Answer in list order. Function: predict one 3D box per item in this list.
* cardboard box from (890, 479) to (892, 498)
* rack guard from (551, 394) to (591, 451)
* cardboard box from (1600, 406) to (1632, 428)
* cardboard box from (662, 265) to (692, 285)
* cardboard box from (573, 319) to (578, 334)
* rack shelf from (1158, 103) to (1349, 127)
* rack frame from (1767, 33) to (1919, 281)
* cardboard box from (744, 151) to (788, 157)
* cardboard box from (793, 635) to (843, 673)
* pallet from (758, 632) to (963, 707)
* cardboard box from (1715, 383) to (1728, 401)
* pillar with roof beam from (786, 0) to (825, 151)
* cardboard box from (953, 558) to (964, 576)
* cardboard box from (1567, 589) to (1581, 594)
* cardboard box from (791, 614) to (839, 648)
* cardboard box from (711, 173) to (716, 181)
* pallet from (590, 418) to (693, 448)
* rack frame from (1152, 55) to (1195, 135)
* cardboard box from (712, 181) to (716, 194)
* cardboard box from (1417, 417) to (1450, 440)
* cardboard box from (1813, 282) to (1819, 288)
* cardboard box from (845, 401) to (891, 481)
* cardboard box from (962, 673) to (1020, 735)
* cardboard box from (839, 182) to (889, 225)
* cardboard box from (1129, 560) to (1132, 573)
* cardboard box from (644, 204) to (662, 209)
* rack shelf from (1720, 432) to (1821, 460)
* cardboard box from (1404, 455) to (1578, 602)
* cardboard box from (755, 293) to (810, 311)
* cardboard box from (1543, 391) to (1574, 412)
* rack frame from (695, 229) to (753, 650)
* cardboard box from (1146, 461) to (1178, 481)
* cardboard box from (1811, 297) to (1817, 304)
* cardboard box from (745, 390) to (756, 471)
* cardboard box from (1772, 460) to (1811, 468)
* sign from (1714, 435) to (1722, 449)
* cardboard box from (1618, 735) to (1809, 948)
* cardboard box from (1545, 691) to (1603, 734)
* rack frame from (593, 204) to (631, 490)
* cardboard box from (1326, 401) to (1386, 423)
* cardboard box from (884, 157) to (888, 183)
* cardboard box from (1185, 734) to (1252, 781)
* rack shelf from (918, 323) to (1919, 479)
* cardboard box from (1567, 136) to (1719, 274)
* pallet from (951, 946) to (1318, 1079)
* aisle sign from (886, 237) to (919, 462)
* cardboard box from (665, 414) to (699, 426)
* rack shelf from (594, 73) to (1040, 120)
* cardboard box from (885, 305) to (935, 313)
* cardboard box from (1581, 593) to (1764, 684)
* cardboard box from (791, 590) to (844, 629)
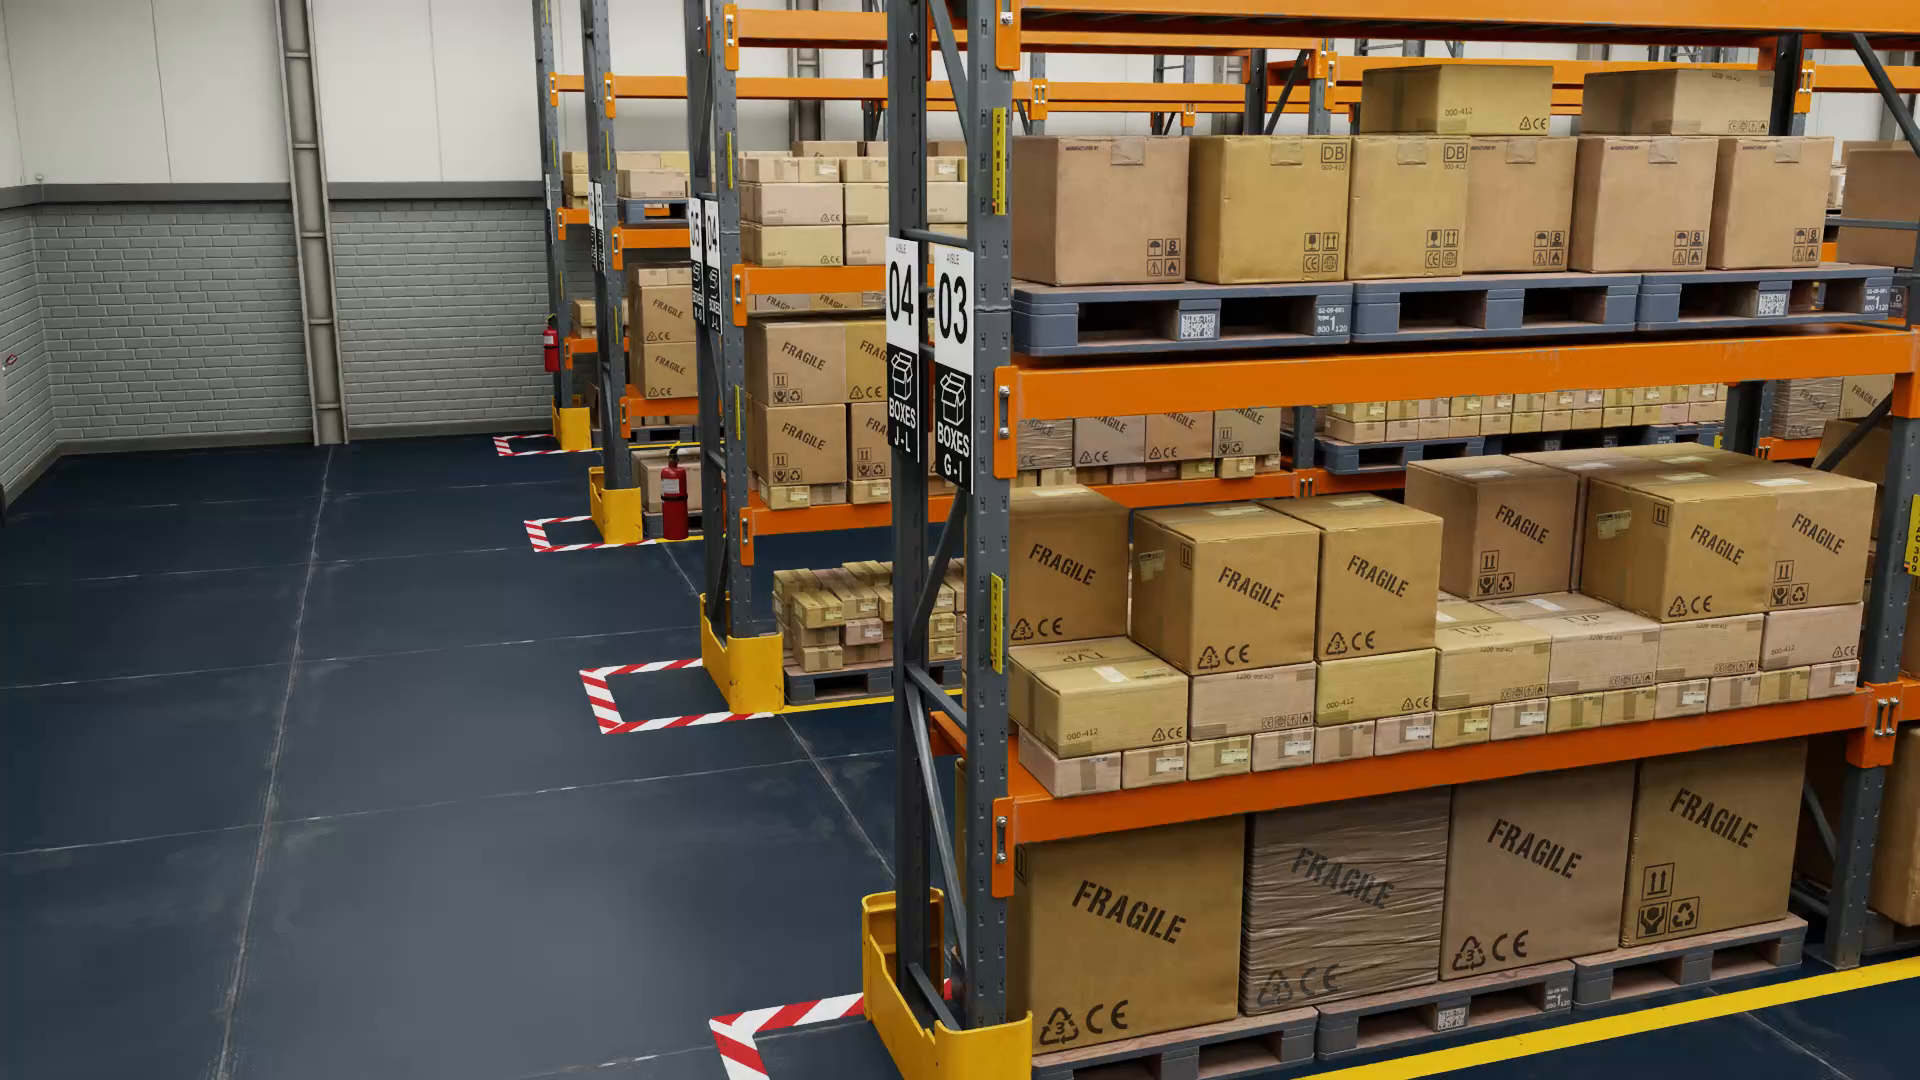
[{"bbox_3d":[-0.422,-0.394,10.965,0.250,0.149,0.380,-4,14,-15],"label":"cardboard box"},{"bbox_3d":[-4.725,-1.435,20.201,0.348,0.500,1.175,-4,14,-18],"label":"rack guard"},{"bbox_3d":[4.754,-0.939,12.351,0.250,0.149,0.380,-5,14,-21],"label":"cardboard box"},{"bbox_3d":[-2.560,-2.408,15.112,0.250,0.149,0.380,-4,14,-17],"label":"cardboard box"},{"bbox_3d":[-4.569,-2.606,20.268,0.250,0.149,0.380,-5,14,-19],"label":"cardboard box"},{"bbox_3d":[4.681,-5.757,22.426,4.000,0.370,1.077,-4,14,-18],"label":"rack shelf"},{"bbox_3d":[3.741,-2.597,6.722,0.127,3.000,1.000,-4,14,-18],"label":"rack frame"},{"bbox_3d":[-2.369,-4.550,20.014,0.500,0.250,0.500,-4,14,-17],"label":"cardboard box"},{"bbox_3d":[-0.937,0.736,10.929,0.250,0.149,0.380,-4,14,-17],"label":"cardboard box"},{"bbox_3d":[-0.683,0.820,11.346,1.213,0.211,1.003,-4,14,-18],"label":"pallet"},{"bbox_3d":[5.723,-1.159,12.635,0.250,0.149,0.380,-4,14,-17],"label":"cardboard box"},{"bbox_3d":[-0.580,-5.061,17.081,0.400,9.000,9.100,-4,14,-18],"label":"pillar with roof beam"},{"bbox_3d":[0.134,0.235,11.749,0.250,0.149,0.380,-5,14,-20],"label":"cardboard box"},{"bbox_3d":[2.740,0.263,7.345,0.500,0.250,0.500,-5,14,-18],"label":"cardboard box"},{"bbox_3d":[-0.957,0.577,10.953,0.250,0.149,0.380,-4,14,-16],"label":"cardboard box"},{"bbox_3d":[-2.842,-4.269,19.916,0.500,0.250,0.500,-5,14,-19],"label":"cardboard box"},{"bbox_3d":[-3.970,-1.353,20.483,1.213,0.211,1.003,-4,14,-18],"label":"pallet"},{"bbox_3d":[2.785,-6.154,21.676,0.127,3.000,1.000,-4,14,-18],"label":"rack frame"},{"bbox_3d":[-2.106,-3.177,15.060,0.250,0.149,0.380,-4,14,-16],"label":"cardboard box"},{"bbox_3d":[3.274,-0.823,11.865,0.250,0.149,0.380,-4,14,-18],"label":"cardboard box"},{"bbox_3d":[9.625,-3.171,19.080,0.500,0.500,0.700,-5,14,-19],"label":"cardboard box"},{"bbox_3d":[-0.523,-0.690,10.808,0.500,0.500,0.500,-4,14,-18],"label":"cardboard box"},{"bbox_3d":[0.183,0.640,6.618,0.250,0.149,0.380,-4,14,-17],"label":"cardboard box"},{"bbox_3d":[-0.543,-2.122,10.452,0.500,0.250,0.500,-5,14,-19],"label":"cardboard box"},{"bbox_3d":[1.267,0.252,11.675,0.250,0.149,0.380,-4,14,-16],"label":"cardboard box"},{"bbox_3d":[-3.663,-3.991,19.607,0.250,0.149,0.380,-4,14,-17],"label":"cardboard box"},{"bbox_3d":[7.942,-0.867,13.966,4.000,0.370,1.077,-4,14,-18],"label":"rack shelf"},{"bbox_3d":[2.245,-0.062,7.088,0.500,0.500,0.500,-5,14,-20],"label":"cardboard box"},{"bbox_3d":[-1.692,-2.144,15.405,0.500,0.500,0.500,-5,14,-18],"label":"cardboard box"},{"bbox_3d":[4.257,-1.045,12.152,0.250,0.149,0.380,-5,14,-19],"label":"cardboard box"},{"bbox_3d":[-1.536,-0.479,10.780,0.127,3.000,1.000,-4,14,-18],"label":"rack frame"},{"bbox_3d":[1.311,-0.526,11.521,0.250,0.149,0.380,-5,14,-20],"label":"cardboard box"},{"bbox_3d":[6.954,-1.673,13.423,0.500,0.500,0.700,-5,14,-19],"label":"cardboard box"},{"bbox_3d":[-1.192,-0.762,11.111,0.500,0.500,0.500,-4,14,-17],"label":"cardboard box"},{"bbox_3d":[6.652,-0.204,13.580,0.750,0.750,1.050,-5,14,-19],"label":"cardboard box"},{"bbox_3d":[3.559,-0.322,7.789,0.005,0.325,0.100,-4,14,-18],"label":"sign"},{"bbox_3d":[3.090,1.182,7.483,0.875,0.875,0.875,-4,14,-18],"label":"cardboard box"},{"bbox_3d":[2.339,0.633,6.650,0.250,0.149,0.380,-5,14,-19],"label":"cardboard box"},{"bbox_3d":[-3.210,-1.557,15.313,0.127,3.000,1.000,-4,14,-18],"label":"rack frame"},{"bbox_3d":[2.775,-0.929,11.665,0.250,0.149,0.380,-4,14,-17],"label":"cardboard box"},{"bbox_3d":[-0.398,-2.313,10.391,0.250,0.149,0.380,-4,14,-17],"label":"cardboard box"},{"bbox_3d":[0.877,0.747,6.171,0.250,0.149,0.380,-5,14,-19],"label":"cardboard box"},{"bbox_3d":[1.846,-0.640,6.532,4.000,0.370,1.077,-4,14,-18],"label":"rack shelf"},{"bbox_3d":[2.508,-1.330,6.537,0.500,0.500,0.700,-4,14,-15],"label":"cardboard box"},{"bbox_3d":[0.683,1.897,6.818,1.213,0.211,1.003,-4,14,-18],"label":"pallet"},{"bbox_3d":[-0.214,-0.708,6.129,0.004,0.787,0.394,-4,14,-18],"label":"aisle sign"},{"bbox_3d":[-3.365,-1.712,20.461,0.500,0.500,0.700,-4,14,-16],"label":"cardboard box"},{"bbox_3d":[-1.315,-4.078,15.369,4.000,0.370,1.077,-4,14,-18],"label":"rack shelf"},{"bbox_3d":[-0.211,-1.324,11.316,0.500,0.500,0.500,-4,14,-15],"label":"cardboard box"},{"bbox_3d":[2.917,0.379,6.857,0.500,0.250,0.500,-4,14,-16],"label":"cardboard box"},{"bbox_3d":[-0.931,0.450,10.842,0.250,0.149,0.380,-5,14,-21],"label":"cardboard box"}]
